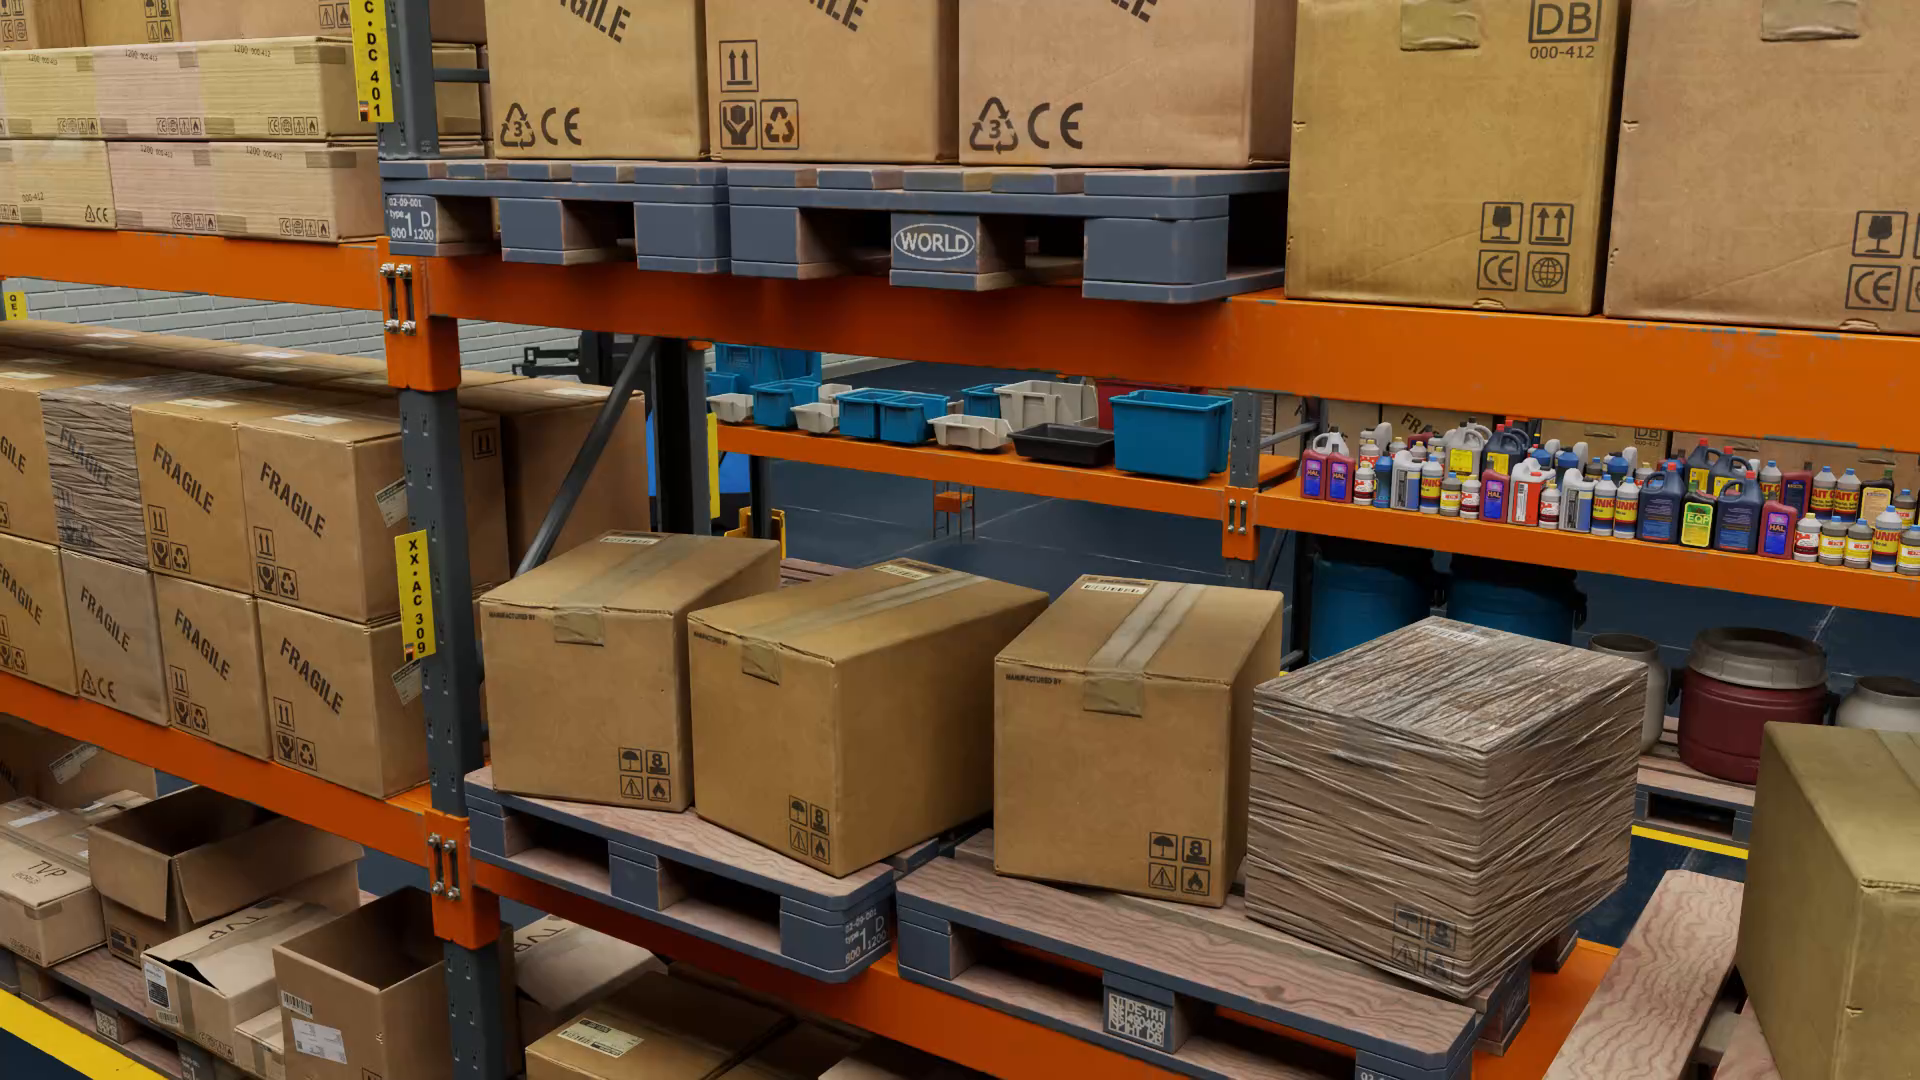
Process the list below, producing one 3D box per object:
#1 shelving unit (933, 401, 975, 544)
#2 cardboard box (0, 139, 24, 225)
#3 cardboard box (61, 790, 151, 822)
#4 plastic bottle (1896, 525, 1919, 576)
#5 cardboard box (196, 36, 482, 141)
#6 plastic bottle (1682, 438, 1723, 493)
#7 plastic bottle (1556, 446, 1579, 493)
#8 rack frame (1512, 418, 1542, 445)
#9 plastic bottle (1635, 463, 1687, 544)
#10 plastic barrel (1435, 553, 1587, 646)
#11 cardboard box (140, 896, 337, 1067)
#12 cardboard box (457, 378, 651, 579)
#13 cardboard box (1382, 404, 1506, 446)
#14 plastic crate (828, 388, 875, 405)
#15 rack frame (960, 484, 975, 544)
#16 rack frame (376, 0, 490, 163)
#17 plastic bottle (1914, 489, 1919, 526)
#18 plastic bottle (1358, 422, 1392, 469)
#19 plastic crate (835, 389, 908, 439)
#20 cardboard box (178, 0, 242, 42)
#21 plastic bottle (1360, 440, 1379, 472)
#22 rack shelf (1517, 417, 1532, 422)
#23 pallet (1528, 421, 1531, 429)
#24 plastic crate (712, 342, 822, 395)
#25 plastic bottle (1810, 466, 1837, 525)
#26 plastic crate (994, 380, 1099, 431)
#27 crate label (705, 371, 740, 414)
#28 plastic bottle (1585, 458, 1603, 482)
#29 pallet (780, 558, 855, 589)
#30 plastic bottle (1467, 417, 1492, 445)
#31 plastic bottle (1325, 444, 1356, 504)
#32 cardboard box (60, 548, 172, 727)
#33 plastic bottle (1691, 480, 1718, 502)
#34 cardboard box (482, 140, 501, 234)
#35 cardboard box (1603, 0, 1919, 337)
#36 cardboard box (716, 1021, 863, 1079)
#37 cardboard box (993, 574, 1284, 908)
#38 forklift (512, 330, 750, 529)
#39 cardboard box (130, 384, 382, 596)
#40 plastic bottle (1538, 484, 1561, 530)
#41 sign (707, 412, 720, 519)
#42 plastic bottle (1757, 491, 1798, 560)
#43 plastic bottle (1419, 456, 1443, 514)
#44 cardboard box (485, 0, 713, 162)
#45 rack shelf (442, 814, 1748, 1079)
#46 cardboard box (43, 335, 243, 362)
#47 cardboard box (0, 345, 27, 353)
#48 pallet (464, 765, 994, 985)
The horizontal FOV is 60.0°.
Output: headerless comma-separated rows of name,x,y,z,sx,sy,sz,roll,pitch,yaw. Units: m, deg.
shelving unit,-0.044,-0.517,12.726,0.252,1.050,0.215,9,17,33
cardboard box,-2.871,-1.146,5.279,0.500,0.250,0.500,9,17,33
cardboard box,-3.523,1.173,6.821,0.250,0.166,0.380,9,17,33
plastic bottle,3.915,0.039,6.835,0.097,0.201,0.097,0,14,0
cardboard box,-1.634,-1.185,4.397,0.500,0.250,0.500,9,17,33
plastic bottle,3.548,-0.305,7.917,0.185,0.351,0.144,9,17,33
plastic bottle,2.975,-0.322,8.150,0.097,0.271,0.097,0,14,0
rack frame,4.453,-1.523,12.732,0.127,3.000,1.000,9,17,33
plastic bottle,3.113,-0.169,7.368,0.185,0.351,0.144,9,17,33
plastic barrel,2.718,0.451,8.252,0.708,0.901,0.600,9,17,33
cardboard box,-2.332,1.423,5.511,0.500,0.311,0.500,9,17,33
cardboard box,-1.313,-0.201,5.104,0.500,0.500,0.500,10,17,34
cardboard box,3.950,-0.800,13.359,0.875,0.875,0.875,9,17,33
plastic crate,-0.620,-0.858,10.469,0.243,0.136,0.396,9,17,33
rack frame,0.057,-0.500,12.660,0.008,1.050,0.200,9,17,33
rack frame,-1.079,-2.460,4.034,0.127,3.000,1.000,9,17,33
plastic bottle,4.360,-0.154,7.444,0.133,0.283,0.061,9,17,33
plastic bottle,2.196,-0.486,8.804,0.135,0.276,0.152,9,17,33
plastic crate,-0.517,-0.744,9.810,0.300,0.233,0.416,9,17,33
cardboard box,-1.839,-1.691,4.880,0.500,0.500,0.700,9,17,33
plastic bottle,2.142,-0.423,8.702,0.097,0.201,0.097,0,14,0
rack shelf,6.113,-0.905,11.735,4.000,0.370,1.077,9,17,33
pallet,5.712,-1.391,18.003,1.213,0.211,1.003,9,17,33
plastic crate,-1.248,-1.110,10.867,0.499,0.435,0.616,9,17,33
plastic bottle,3.982,-0.204,7.671,0.097,0.271,0.097,0,14,0
plastic crate,0.525,-0.748,9.725,0.530,0.282,0.437,9,17,33
crate label,-1.609,-0.921,10.523,0.303,0.233,0.416,9,17,33
plastic bottle,3.141,-0.305,8.228,0.097,0.201,0.097,0,14,0
pallet,-0.968,0.400,10.766,1.213,0.211,1.003,9,17,33
plastic bottle,2.634,-0.453,8.514,0.185,0.351,0.144,9,17,33
plastic bottle,1.866,-0.326,8.142,0.133,0.283,0.061,9,17,33
cardboard box,-2.493,0.250,5.361,0.500,0.500,0.500,10,17,34
plastic bottle,3.256,-0.119,7.305,0.133,0.283,0.061,9,17,33
cardboard box,-1.344,-1.046,4.875,0.500,0.250,0.500,9,17,33
cardboard box,1.436,-0.636,2.701,0.500,0.500,0.910,9,17,33
cardboard box,-0.365,1.635,4.264,0.500,0.500,0.500,9,17,34
cardboard box,0.422,0.424,3.785,0.500,0.500,0.700,5,15,19
forklift,-3.130,-1.559,13.023,3.031,2.935,1.130,-2,14,-9
cardboard box,-2.069,-0.166,4.963,0.500,0.500,0.500,9,16,32
plastic bottle,2.710,-0.155,7.622,0.097,0.201,0.097,0,14,0
sign,-0.772,-0.221,5.064,0.005,0.325,0.100,9,17,33
plastic bottle,3.486,-0.064,7.084,0.133,0.283,0.061,9,17,33
plastic bottle,2.245,-0.264,7.917,0.097,0.271,0.097,0,14,0
cardboard box,-0.702,-1.223,3.987,0.600,0.600,0.600,7,16,28
rack shelf,0.581,1.070,3.757,4.000,0.370,1.077,9,17,33
cardboard box,-3.023,-0.477,6.220,0.500,0.500,0.500,10,17,34
cardboard box,-3.739,-0.438,6.060,0.500,0.500,0.500,9,17,33
pallet,-0.477,0.674,4.257,1.213,0.211,1.003,9,17,33
